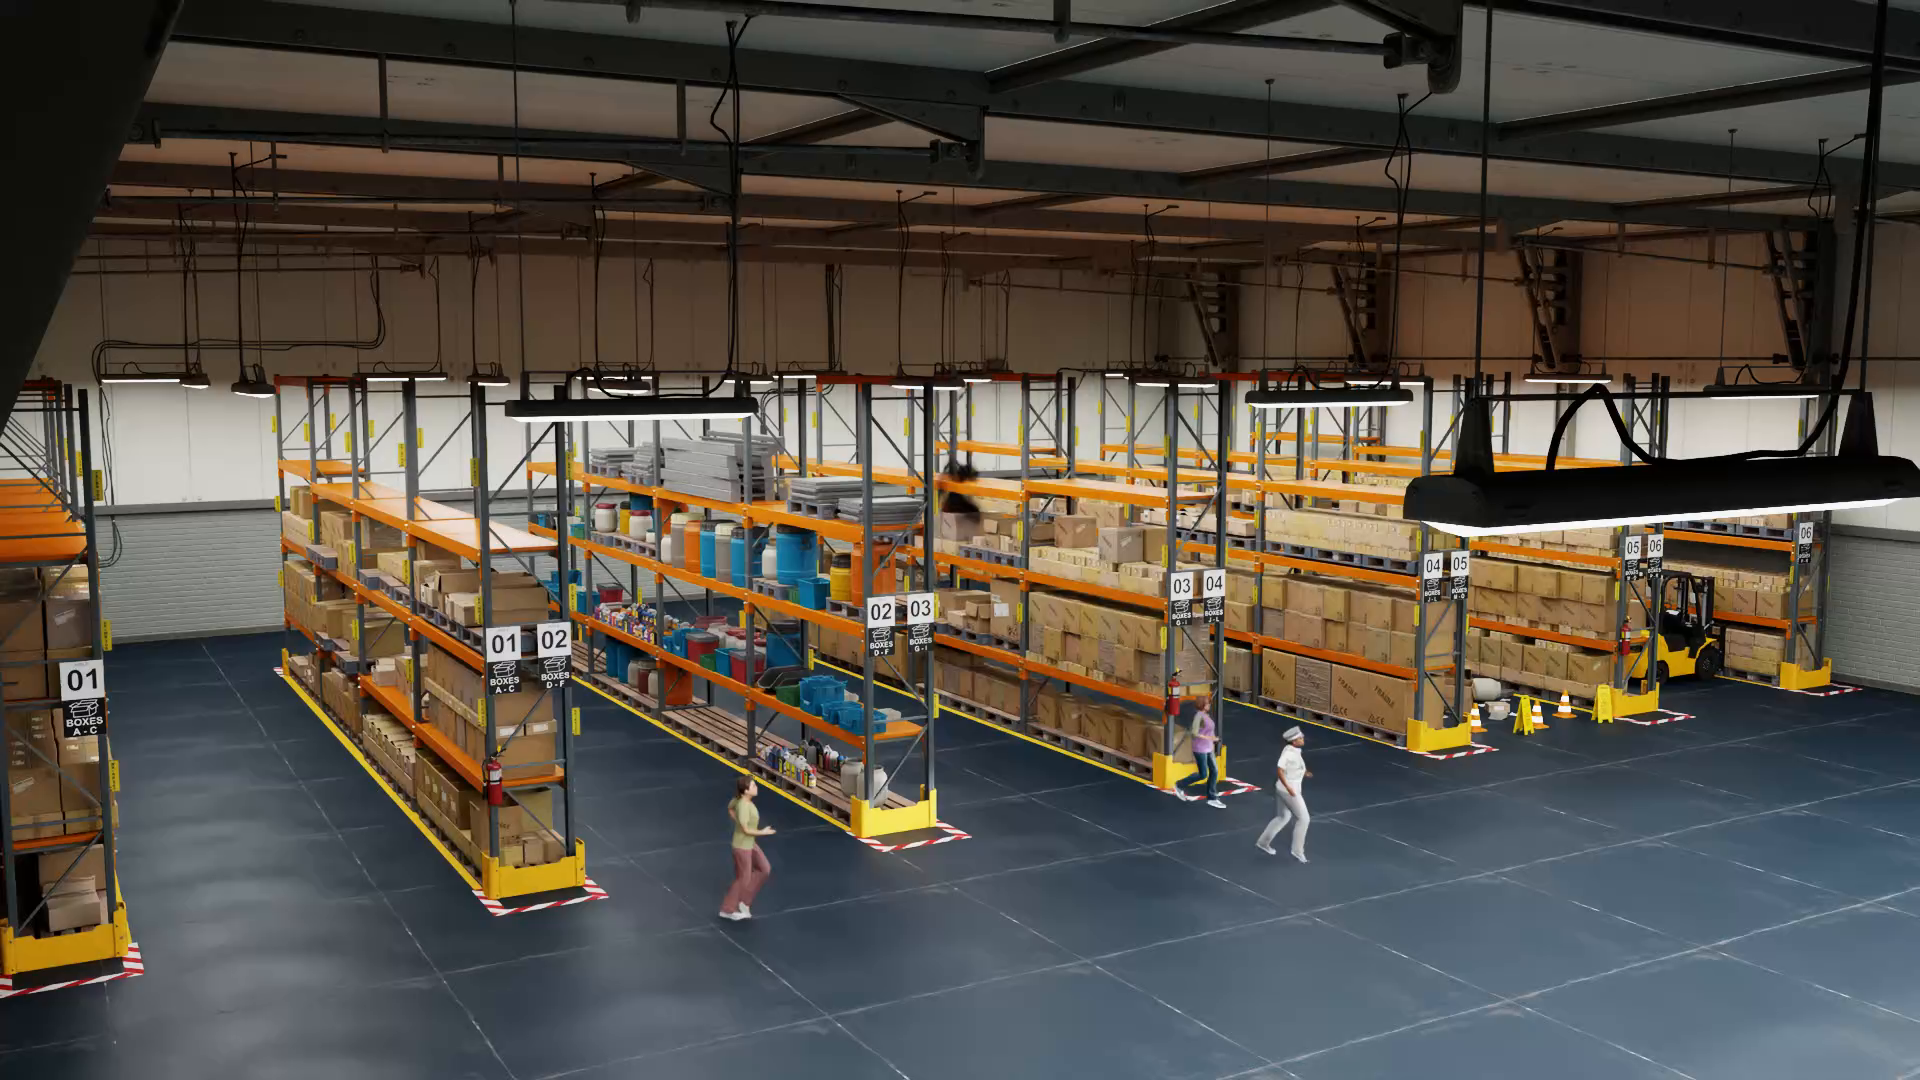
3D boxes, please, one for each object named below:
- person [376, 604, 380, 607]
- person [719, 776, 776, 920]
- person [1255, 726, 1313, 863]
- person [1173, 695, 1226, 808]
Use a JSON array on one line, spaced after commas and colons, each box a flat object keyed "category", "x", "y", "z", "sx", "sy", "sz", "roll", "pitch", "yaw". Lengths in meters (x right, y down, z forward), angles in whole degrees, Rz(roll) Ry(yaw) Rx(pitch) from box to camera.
[{"category": "person", "x": -11.886, "y": 1.683, "z": 34.410, "sx": 1.050, "sy": 1.743, "sz": 0.770, "roll": 4, "pitch": 7, "yaw": 32}, {"category": "person", "x": -2.396, "y": 3.473, "z": 18.727, "sx": 0.650, "sy": 1.684, "sz": 0.594, "roll": 0, "pitch": 6, "yaw": -3}, {"category": "person", "x": 4.100, "y": 3.211, "z": 21.003, "sx": 0.708, "sy": 1.773, "sz": 0.601, "roll": 0, "pitch": 6, "yaw": 3}, {"category": "person", "x": 3.389, "y": 2.991, "z": 23.452, "sx": 0.743, "sy": 1.579, "sz": 0.544, "roll": 3, "pitch": 7, "yaw": 25}]
